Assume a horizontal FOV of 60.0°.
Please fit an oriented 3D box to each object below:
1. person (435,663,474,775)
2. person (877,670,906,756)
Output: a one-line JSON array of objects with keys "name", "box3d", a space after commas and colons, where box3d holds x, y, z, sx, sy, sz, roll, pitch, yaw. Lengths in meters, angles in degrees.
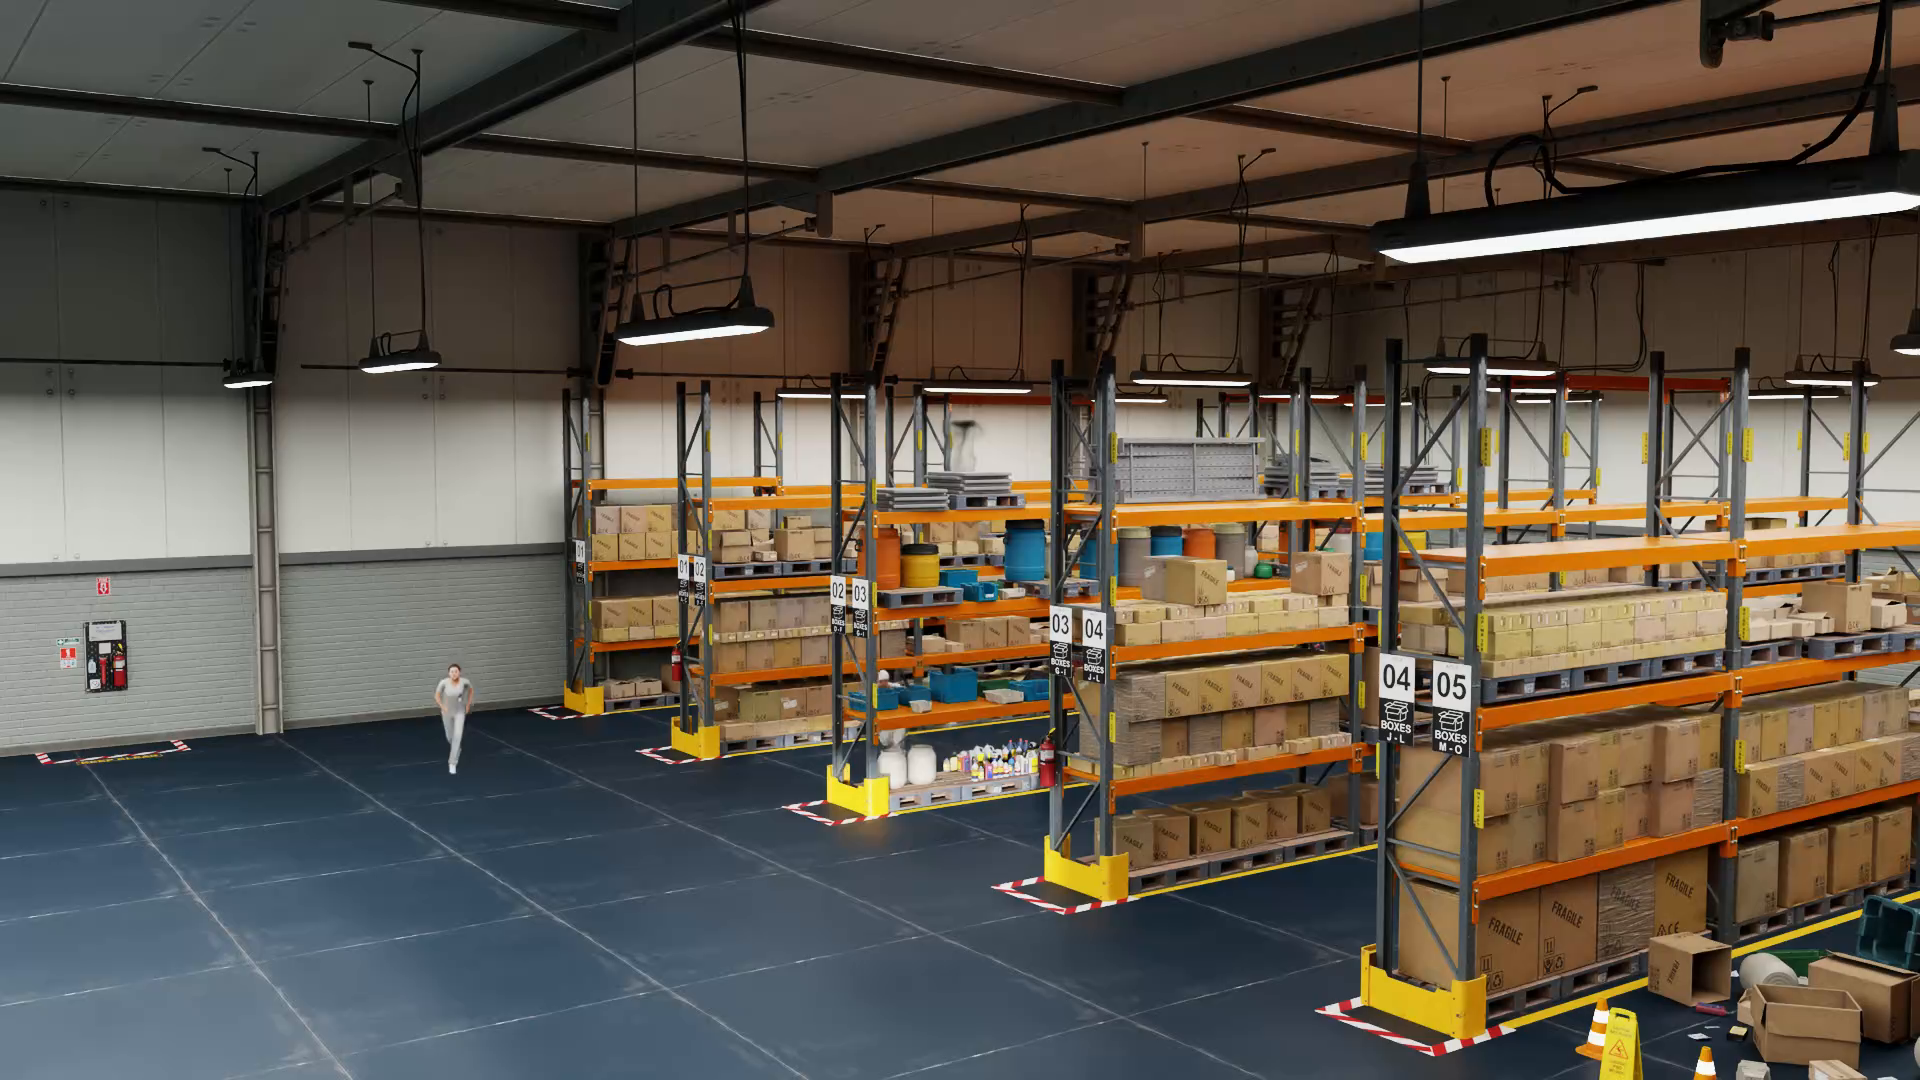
[{"name": "person", "box3d": [-7.795, 2.707, 25.668, 0.564, 1.657, 1.069, -1, 4, -12]}, {"name": "person", "box3d": [-1.094, 2.746, 25.391, 0.694, 1.590, 0.830, 2, 4, 27]}]
